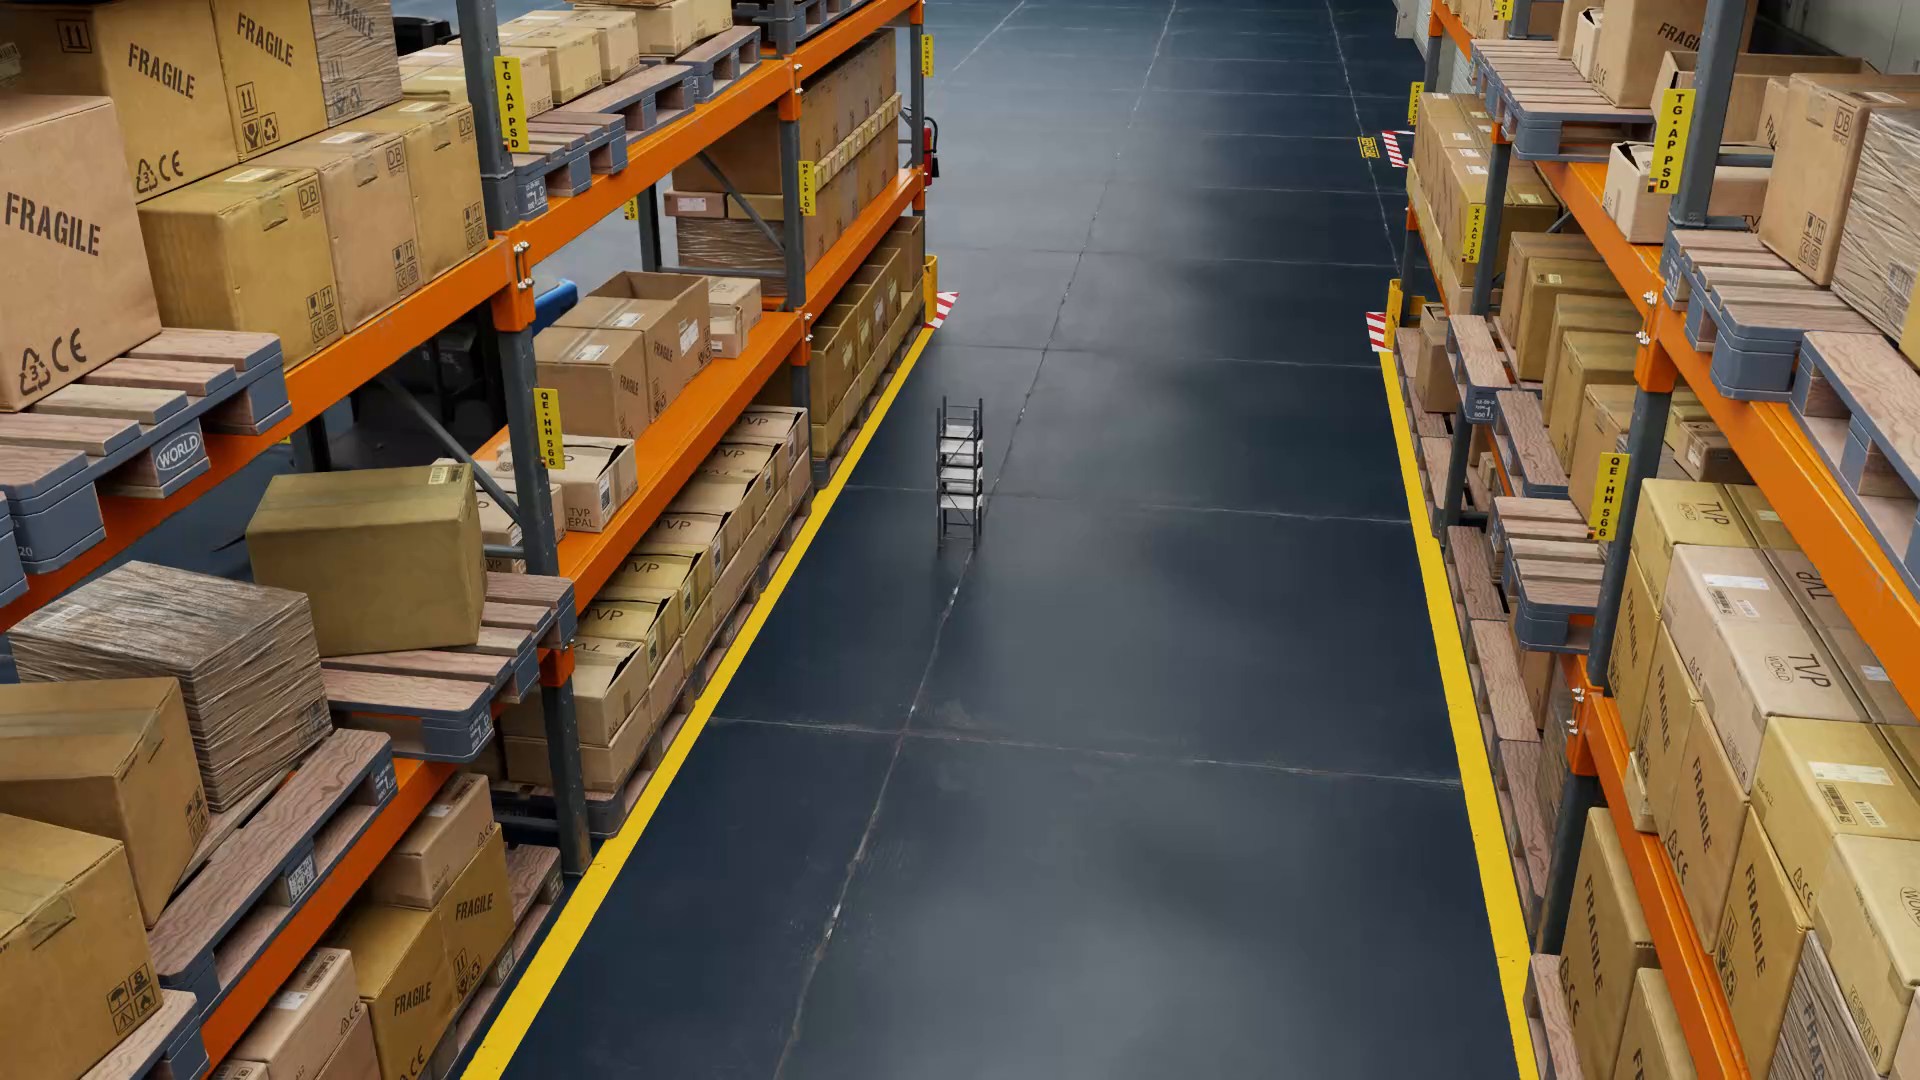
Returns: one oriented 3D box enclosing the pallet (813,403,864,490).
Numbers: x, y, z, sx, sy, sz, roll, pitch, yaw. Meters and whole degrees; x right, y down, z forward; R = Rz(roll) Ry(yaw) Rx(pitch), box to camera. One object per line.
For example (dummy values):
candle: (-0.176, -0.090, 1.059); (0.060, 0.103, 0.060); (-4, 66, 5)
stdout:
pallet: (-1.280, -0.707, 11.511); (1.003, 0.211, 1.213); (4, 25, 9)

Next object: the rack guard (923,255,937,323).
rack guard: (-0.794, -2.191, 14.341); (1.175, 0.500, 0.348); (4, 25, 9)

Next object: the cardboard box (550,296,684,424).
cardboard box: (-1.761, -0.935, 8.592); (0.500, 0.500, 0.500); (4, 25, 9)

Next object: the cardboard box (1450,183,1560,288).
cardboard box: (3.208, -1.798, 9.822); (0.500, 0.500, 0.500); (4, 25, 8)

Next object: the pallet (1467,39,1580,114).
pallet: (3.230, -2.321, 8.353); (1.213, 0.211, 1.003); (4, 25, 9)

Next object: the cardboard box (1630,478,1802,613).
cardboard box: (2.449, 0.030, 5.271); (0.500, 0.250, 0.500); (5, 25, 10)

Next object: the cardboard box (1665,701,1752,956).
cardboard box: (2.274, 0.797, 4.517); (0.500, 0.500, 0.500); (4, 25, 8)

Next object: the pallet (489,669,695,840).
pallet: (-1.932, 0.954, 7.962); (1.003, 0.211, 1.213); (4, 25, 9)

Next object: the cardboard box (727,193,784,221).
cardboard box: (-1.216, -2.078, 10.268); (0.380, 0.149, 0.250); (4, 25, 8)

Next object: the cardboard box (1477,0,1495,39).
cardboard box: (3.370, -3.150, 9.762); (0.500, 0.500, 0.500); (2, 25, 4)

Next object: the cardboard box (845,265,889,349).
cardboard box: (-0.824, -1.724, 12.259); (0.500, 0.500, 0.500); (4, 25, 9)

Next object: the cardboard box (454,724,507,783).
cardboard box: (-2.260, 0.851, 7.641); (0.500, 0.250, 0.500); (5, 25, 10)

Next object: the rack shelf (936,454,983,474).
rack shelf: (-0.001, -0.455, 10.028); (0.258, 0.077, 0.200); (4, 25, 9)

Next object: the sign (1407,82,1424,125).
sign: (3.555, -3.401, 12.956); (0.100, 0.325, 0.005); (4, 25, 9)

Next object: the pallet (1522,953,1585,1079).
pallet: (2.579, 1.962, 5.809); (1.003, 0.211, 1.213); (4, 25, 9)

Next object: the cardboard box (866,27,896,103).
cardboard box: (-0.895, -3.729, 13.031); (0.700, 0.500, 0.500); (4, 25, 9)

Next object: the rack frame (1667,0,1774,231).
rack frame: (2.782, -2.342, 4.639); (1.000, 3.000, 0.127); (4, 25, 9)

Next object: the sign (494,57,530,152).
sign: (-1.570, -1.521, 5.814); (0.100, 0.325, 0.005); (4, 25, 9)

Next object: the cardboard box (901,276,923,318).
cardboard box: (-0.594, -2.013, 13.760); (0.500, 0.250, 0.500); (4, 25, 9)

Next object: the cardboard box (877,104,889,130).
cardboard box: (-0.755, -3.262, 12.798); (0.380, 0.149, 0.250); (4, 25, 8)

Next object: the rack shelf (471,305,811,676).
rack shelf: (-1.778, -0.478, 8.581); (1.077, 0.370, 4.000); (4, 25, 9)

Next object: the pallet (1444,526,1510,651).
pallet: (3.310, 0.290, 9.381); (1.003, 0.211, 1.213); (4, 25, 9)

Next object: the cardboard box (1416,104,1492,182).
cardboard box: (3.625, -2.867, 12.106); (0.500, 0.500, 0.500); (4, 25, 9)

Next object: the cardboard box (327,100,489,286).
cardboard box: (-2.143, -1.186, 5.589); (0.910, 0.500, 0.500); (4, 25, 9)

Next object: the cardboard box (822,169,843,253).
cardboard box: (-1.220, -2.302, 11.511); (0.700, 0.500, 0.500); (4, 25, 9)

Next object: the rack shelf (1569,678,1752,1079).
rack shelf: (2.456, 1.537, 4.277); (1.077, 0.370, 4.000); (4, 25, 9)

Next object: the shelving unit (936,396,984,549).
shelving unit: (-0.001, -0.404, 10.052); (0.258, 0.900, 0.210); (4, 25, 9)

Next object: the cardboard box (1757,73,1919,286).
cardboard box: (2.761, -1.025, 4.727); (0.700, 0.500, 0.500); (2, 25, 4)

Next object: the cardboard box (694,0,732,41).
cardboard box: (-1.562, -2.864, 8.973); (0.500, 0.250, 0.500); (7, 26, 14)

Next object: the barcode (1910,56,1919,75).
barcode: (3.471, -1.718, 6.041); (0.001, 0.075, 0.075); (4, 25, 9)

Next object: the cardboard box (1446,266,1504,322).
cardboard box: (3.215, -1.458, 9.981); (0.500, 0.250, 0.500); (4, 25, 9)

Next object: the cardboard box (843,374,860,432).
cardboard box: (-0.990, -0.966, 11.525); (0.500, 0.250, 0.500); (4, 25, 9)

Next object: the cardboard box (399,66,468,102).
cardboard box: (-2.087, -1.641, 6.362); (0.500, 0.250, 0.500); (2, 25, 5)

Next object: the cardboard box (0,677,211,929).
cardboard box: (-2.531, 0.727, 4.545); (0.700, 0.500, 0.500); (-2, 25, -5)

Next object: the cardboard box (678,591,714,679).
cardboard box: (-1.570, 0.461, 8.474); (0.500, 0.250, 0.500); (3, 25, 7)

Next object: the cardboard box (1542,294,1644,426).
cardboard box: (3.144, -0.822, 7.830); (0.700, 0.500, 0.500); (8, 26, 16)

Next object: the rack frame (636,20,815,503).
rack frame: (-1.452, -1.640, 10.215); (1.000, 3.000, 0.127); (4, 25, 9)

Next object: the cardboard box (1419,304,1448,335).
cardboard box: (3.888, -1.670, 12.931); (0.500, 0.311, 0.500); (1, 25, 3)

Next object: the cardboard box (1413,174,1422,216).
cardboard box: (3.626, -2.512, 12.232); (0.500, 0.250, 0.500); (3, 25, 7)

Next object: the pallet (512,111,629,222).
pallet: (-2.082, -1.530, 6.665); (1.213, 0.211, 1.003); (5, 26, 11)

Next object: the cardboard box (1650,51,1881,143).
cardboard box: (3.086, -1.575, 6.394); (0.797, 0.503, 0.637); (8, 26, 16)

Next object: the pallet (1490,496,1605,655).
pallet: (2.794, 0.156, 6.604); (1.213, 0.211, 1.003); (4, 25, 9)

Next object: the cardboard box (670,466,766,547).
cardboard box: (-1.398, -0.223, 9.275); (0.500, 0.311, 0.500); (4, 25, 8)

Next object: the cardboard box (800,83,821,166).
cardboard box: (-1.304, -2.670, 10.768); (0.700, 0.500, 0.500); (4, 25, 8)

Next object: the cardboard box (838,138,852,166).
cardboard box: (-0.967, -2.726, 11.653); (0.380, 0.149, 0.250); (4, 25, 8)

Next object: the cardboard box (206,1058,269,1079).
cardboard box: (-2.276, 1.696, 4.634); (0.500, 0.250, 0.500); (4, 25, 9)

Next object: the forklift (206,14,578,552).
forklift: (-3.584, -1.638, 10.292); (1.130, 2.935, 3.031); (8, 26, 16)

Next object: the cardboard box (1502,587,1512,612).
cardboard box: (3.297, 0.163, 8.793); (0.700, 0.500, 0.500); (4, 25, 7)
